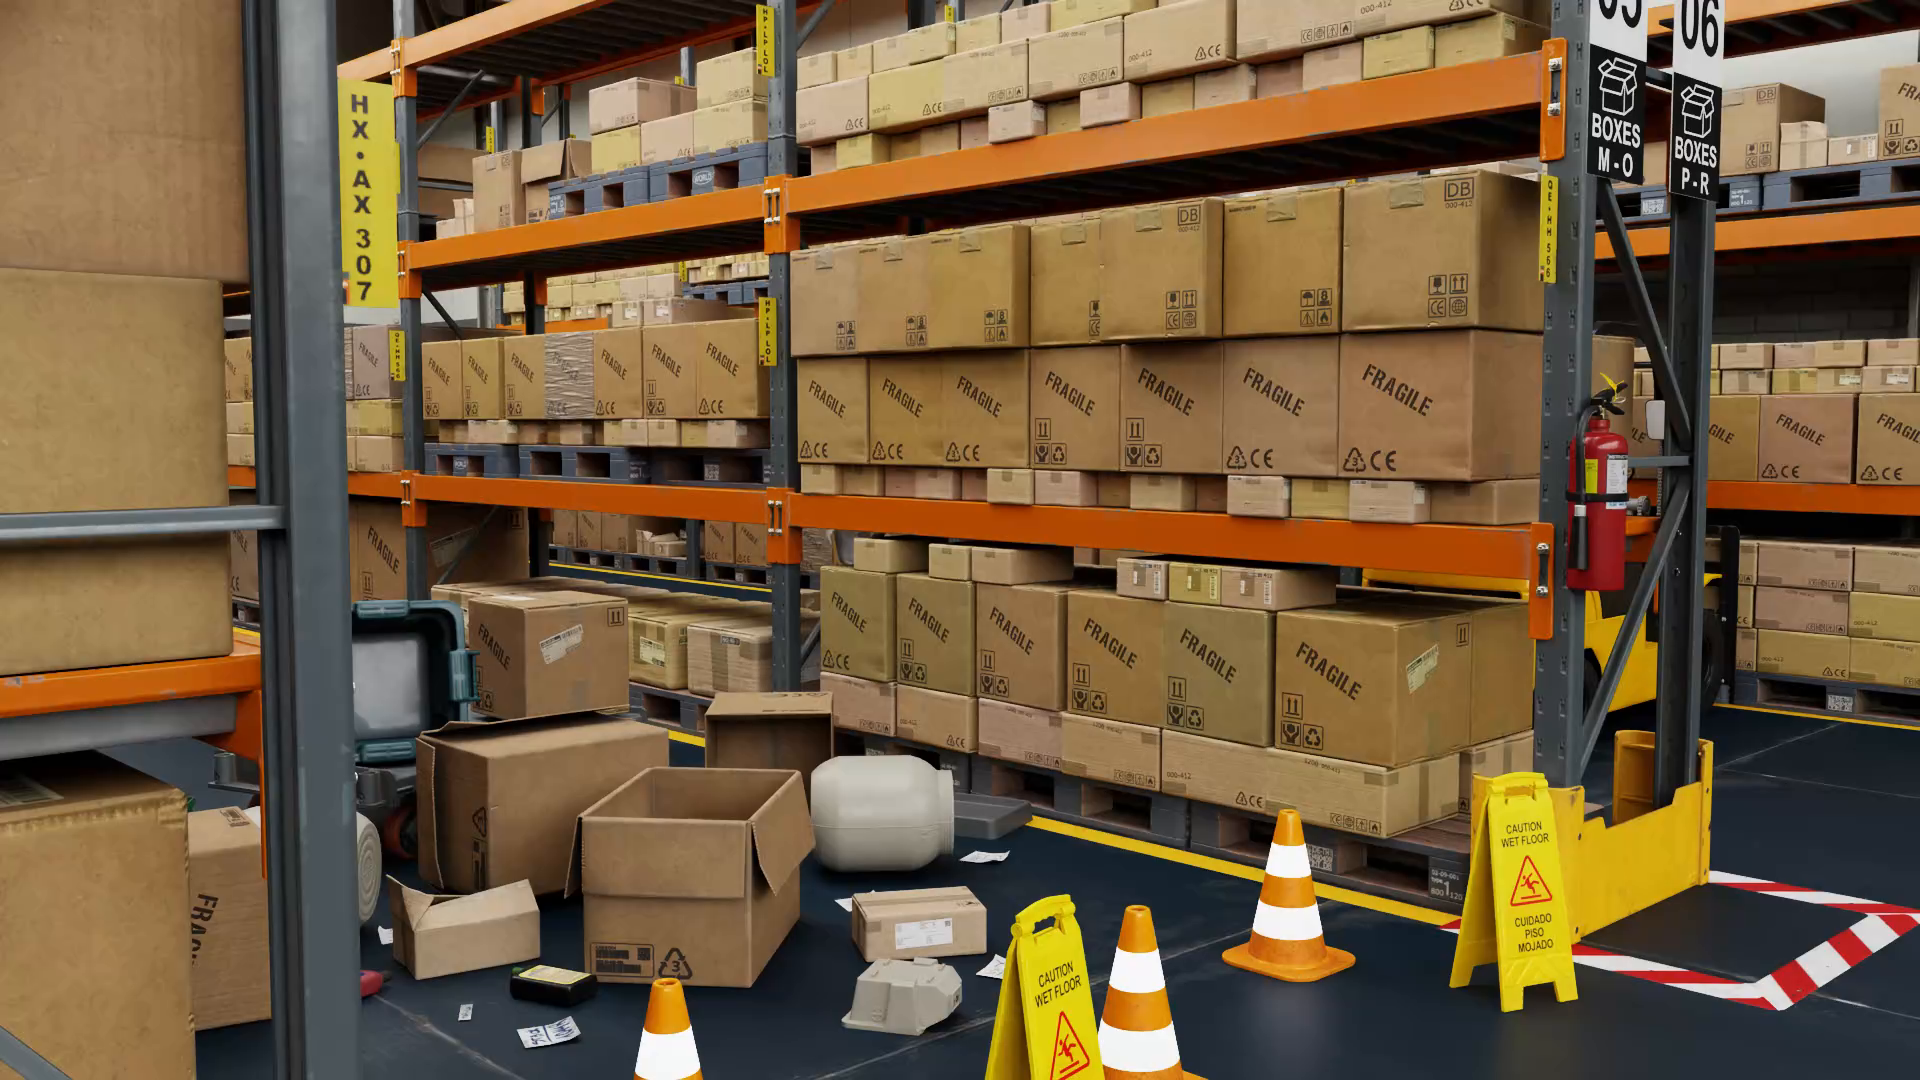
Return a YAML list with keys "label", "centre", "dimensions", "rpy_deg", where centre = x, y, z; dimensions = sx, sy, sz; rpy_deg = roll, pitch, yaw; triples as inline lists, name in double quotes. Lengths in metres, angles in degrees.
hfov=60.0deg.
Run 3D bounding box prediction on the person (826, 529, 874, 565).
- label: "person"
  centre: [-0.922, -0.127, 13.144]
  dimensions: [0.711, 1.645, 0.524]
  rpy_deg: [3, 5, 39]
